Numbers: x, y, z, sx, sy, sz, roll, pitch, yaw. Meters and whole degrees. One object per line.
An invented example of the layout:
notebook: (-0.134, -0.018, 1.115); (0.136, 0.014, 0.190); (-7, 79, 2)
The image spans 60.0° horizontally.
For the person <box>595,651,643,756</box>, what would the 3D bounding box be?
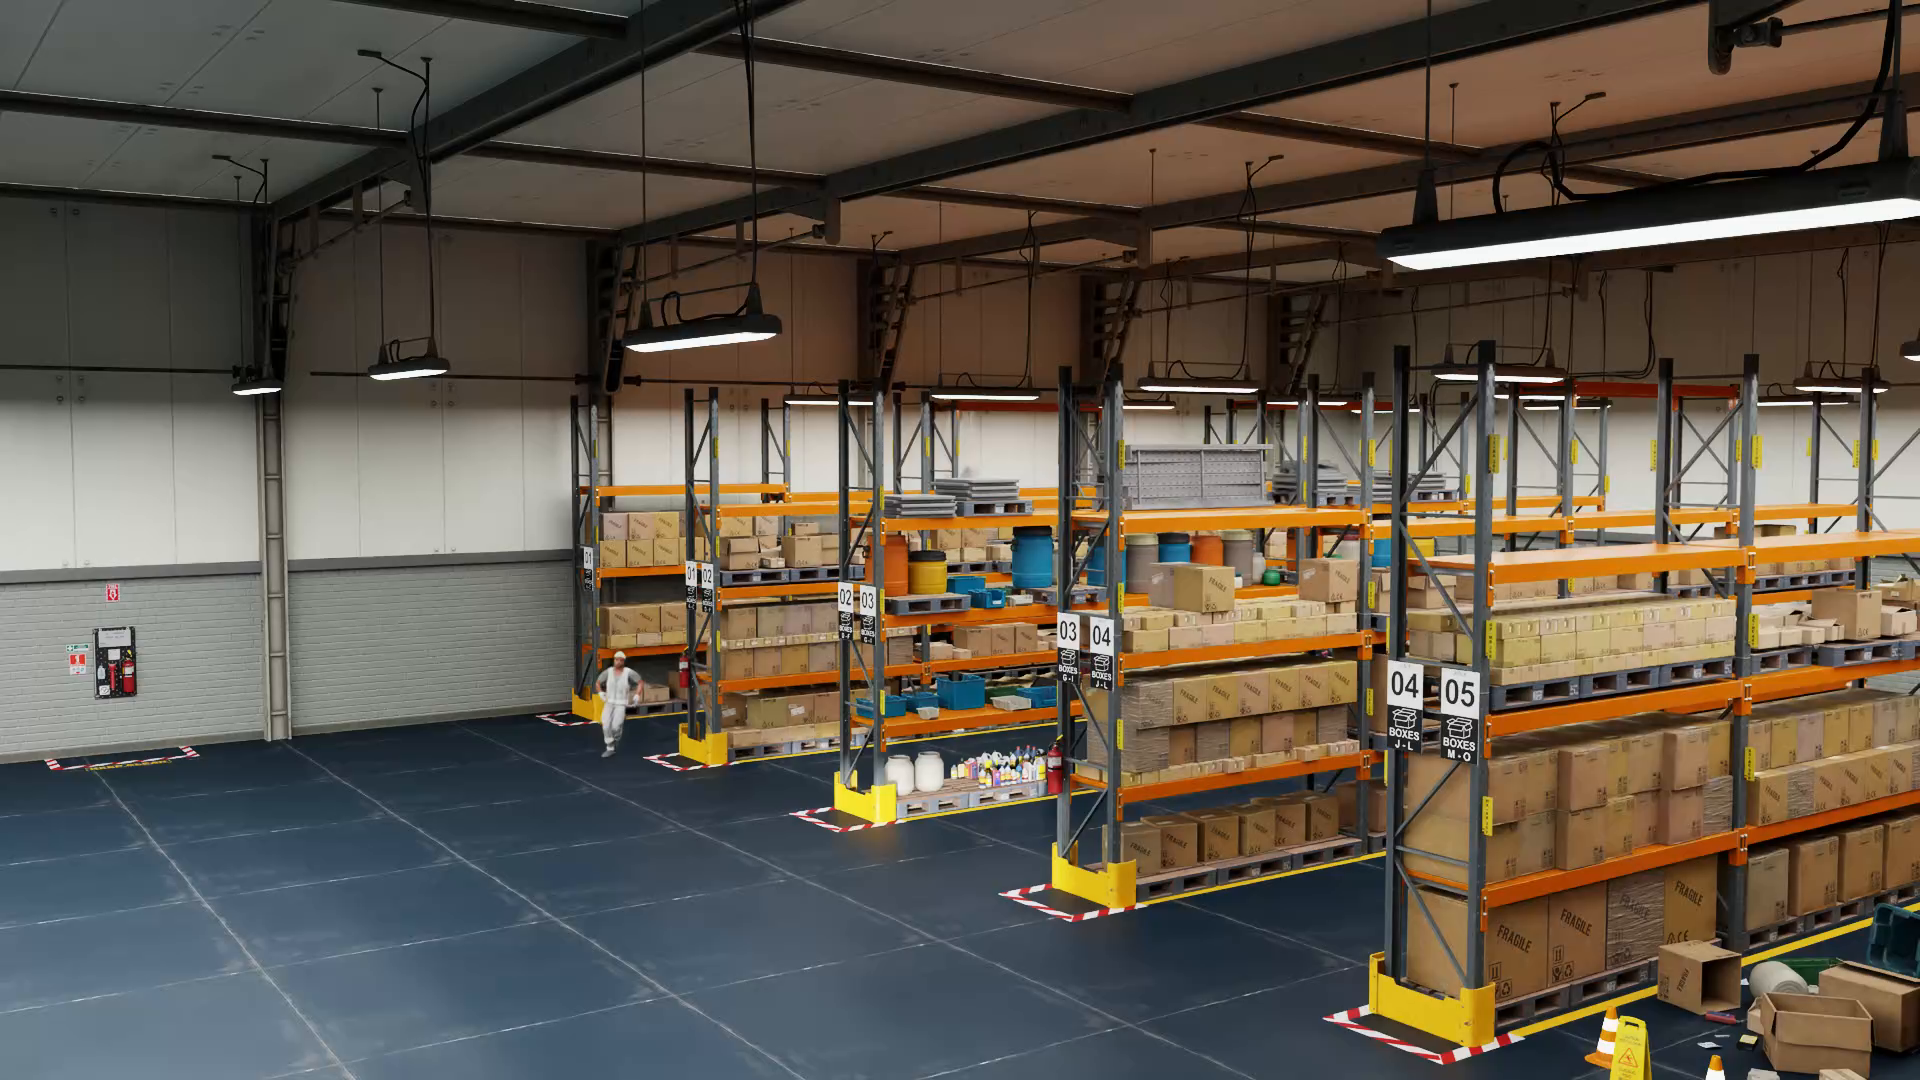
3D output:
person: (-5.584, 2.677, 27.120); (0.761, 1.721, 0.543); (0, 3, 2)

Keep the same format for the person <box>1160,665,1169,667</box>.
person: (3.416, 2.622, 29.014); (0.653, 1.631, 0.514); (-3, 4, -39)

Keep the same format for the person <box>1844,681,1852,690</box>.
person: (12.561, 2.870, 23.503); (0.801, 1.754, 0.646); (-3, 5, -41)
